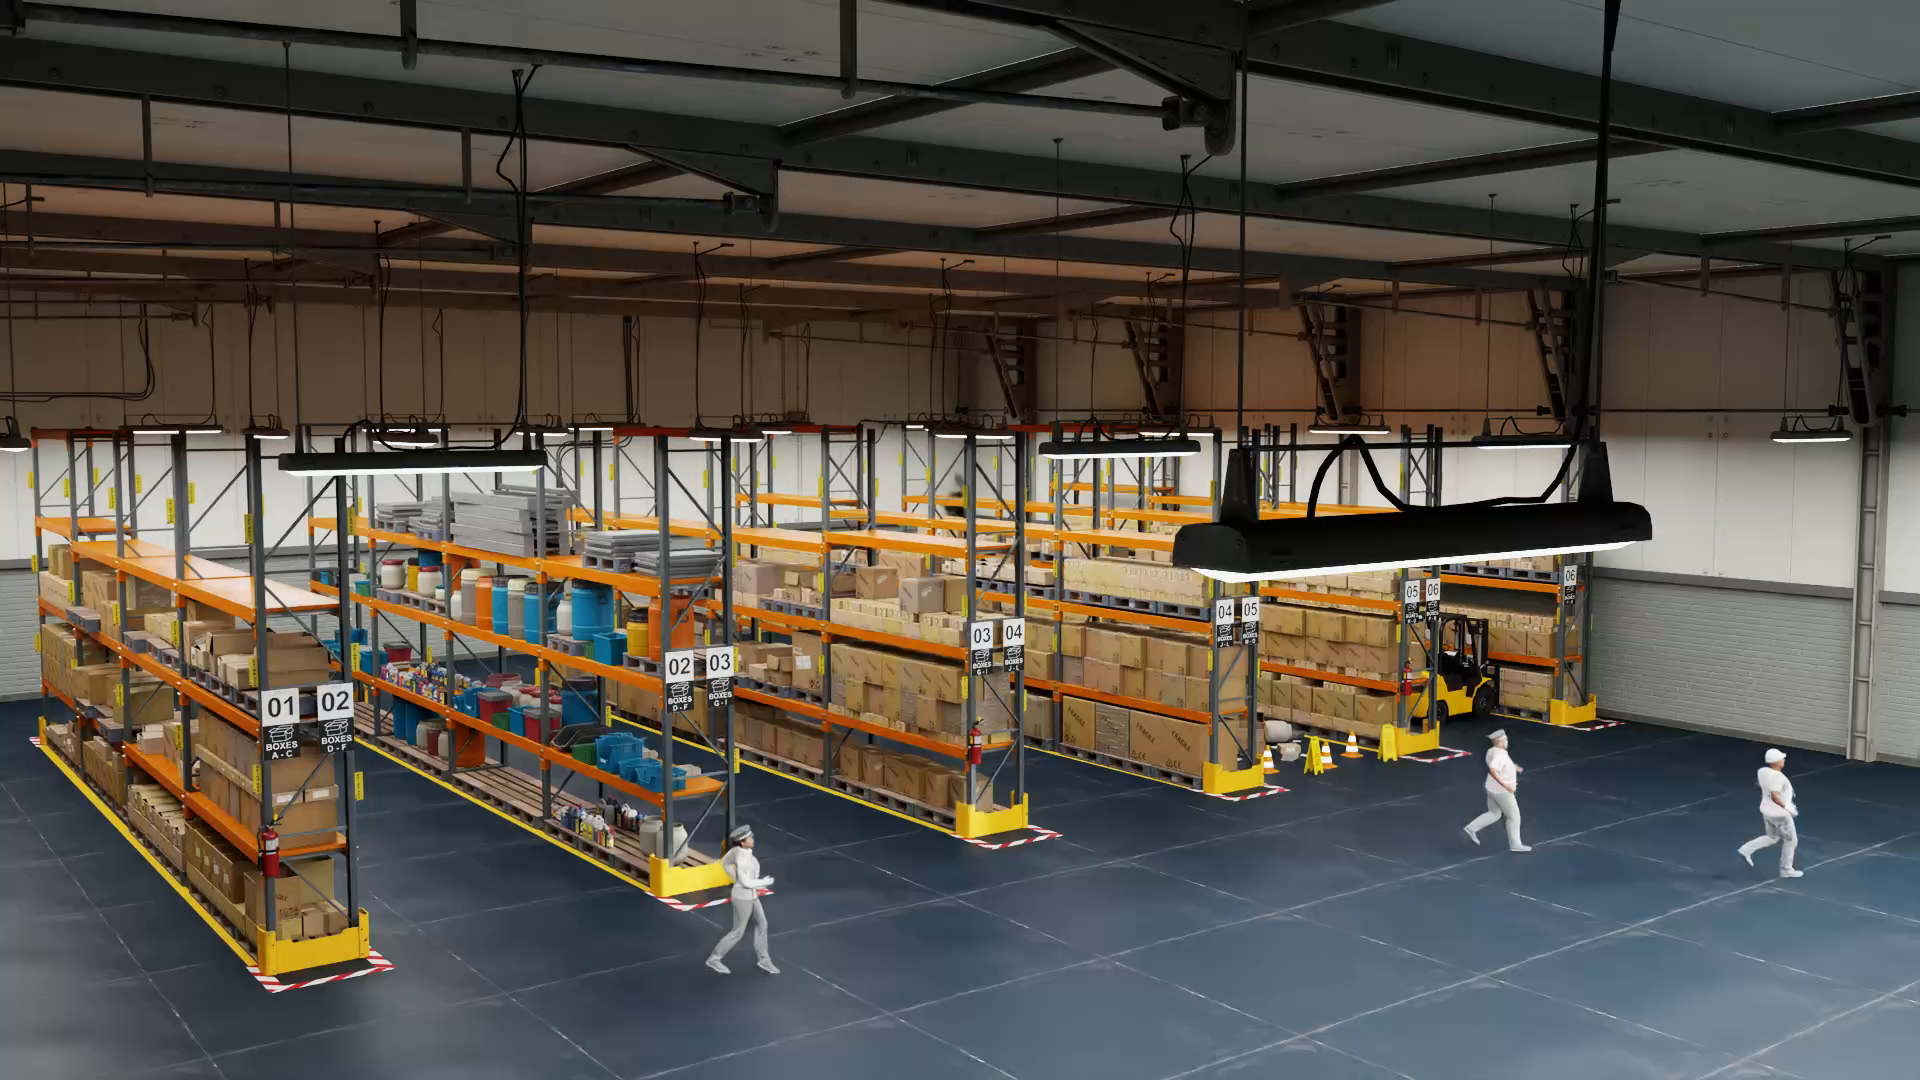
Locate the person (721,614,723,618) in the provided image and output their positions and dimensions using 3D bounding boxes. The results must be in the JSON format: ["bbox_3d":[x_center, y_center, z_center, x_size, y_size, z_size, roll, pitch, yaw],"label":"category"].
[{"bbox_3d":[-5.431,2.520,38.158,0.516,1.698,0.806,-3,5,-35],"label":"person"}]

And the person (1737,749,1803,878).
[{"bbox_3d":[11.001,3.692,22.485,0.839,1.752,0.697,0,4,0],"label":"person"}]

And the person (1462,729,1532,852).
[{"bbox_3d":[7.704,3.571,23.763,0.953,1.755,0.672,0,4,-2],"label":"person"}]

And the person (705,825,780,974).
[{"bbox_3d":[-2.427,4.032,18.547,0.828,1.743,0.615,0,5,-6],"label":"person"}]
